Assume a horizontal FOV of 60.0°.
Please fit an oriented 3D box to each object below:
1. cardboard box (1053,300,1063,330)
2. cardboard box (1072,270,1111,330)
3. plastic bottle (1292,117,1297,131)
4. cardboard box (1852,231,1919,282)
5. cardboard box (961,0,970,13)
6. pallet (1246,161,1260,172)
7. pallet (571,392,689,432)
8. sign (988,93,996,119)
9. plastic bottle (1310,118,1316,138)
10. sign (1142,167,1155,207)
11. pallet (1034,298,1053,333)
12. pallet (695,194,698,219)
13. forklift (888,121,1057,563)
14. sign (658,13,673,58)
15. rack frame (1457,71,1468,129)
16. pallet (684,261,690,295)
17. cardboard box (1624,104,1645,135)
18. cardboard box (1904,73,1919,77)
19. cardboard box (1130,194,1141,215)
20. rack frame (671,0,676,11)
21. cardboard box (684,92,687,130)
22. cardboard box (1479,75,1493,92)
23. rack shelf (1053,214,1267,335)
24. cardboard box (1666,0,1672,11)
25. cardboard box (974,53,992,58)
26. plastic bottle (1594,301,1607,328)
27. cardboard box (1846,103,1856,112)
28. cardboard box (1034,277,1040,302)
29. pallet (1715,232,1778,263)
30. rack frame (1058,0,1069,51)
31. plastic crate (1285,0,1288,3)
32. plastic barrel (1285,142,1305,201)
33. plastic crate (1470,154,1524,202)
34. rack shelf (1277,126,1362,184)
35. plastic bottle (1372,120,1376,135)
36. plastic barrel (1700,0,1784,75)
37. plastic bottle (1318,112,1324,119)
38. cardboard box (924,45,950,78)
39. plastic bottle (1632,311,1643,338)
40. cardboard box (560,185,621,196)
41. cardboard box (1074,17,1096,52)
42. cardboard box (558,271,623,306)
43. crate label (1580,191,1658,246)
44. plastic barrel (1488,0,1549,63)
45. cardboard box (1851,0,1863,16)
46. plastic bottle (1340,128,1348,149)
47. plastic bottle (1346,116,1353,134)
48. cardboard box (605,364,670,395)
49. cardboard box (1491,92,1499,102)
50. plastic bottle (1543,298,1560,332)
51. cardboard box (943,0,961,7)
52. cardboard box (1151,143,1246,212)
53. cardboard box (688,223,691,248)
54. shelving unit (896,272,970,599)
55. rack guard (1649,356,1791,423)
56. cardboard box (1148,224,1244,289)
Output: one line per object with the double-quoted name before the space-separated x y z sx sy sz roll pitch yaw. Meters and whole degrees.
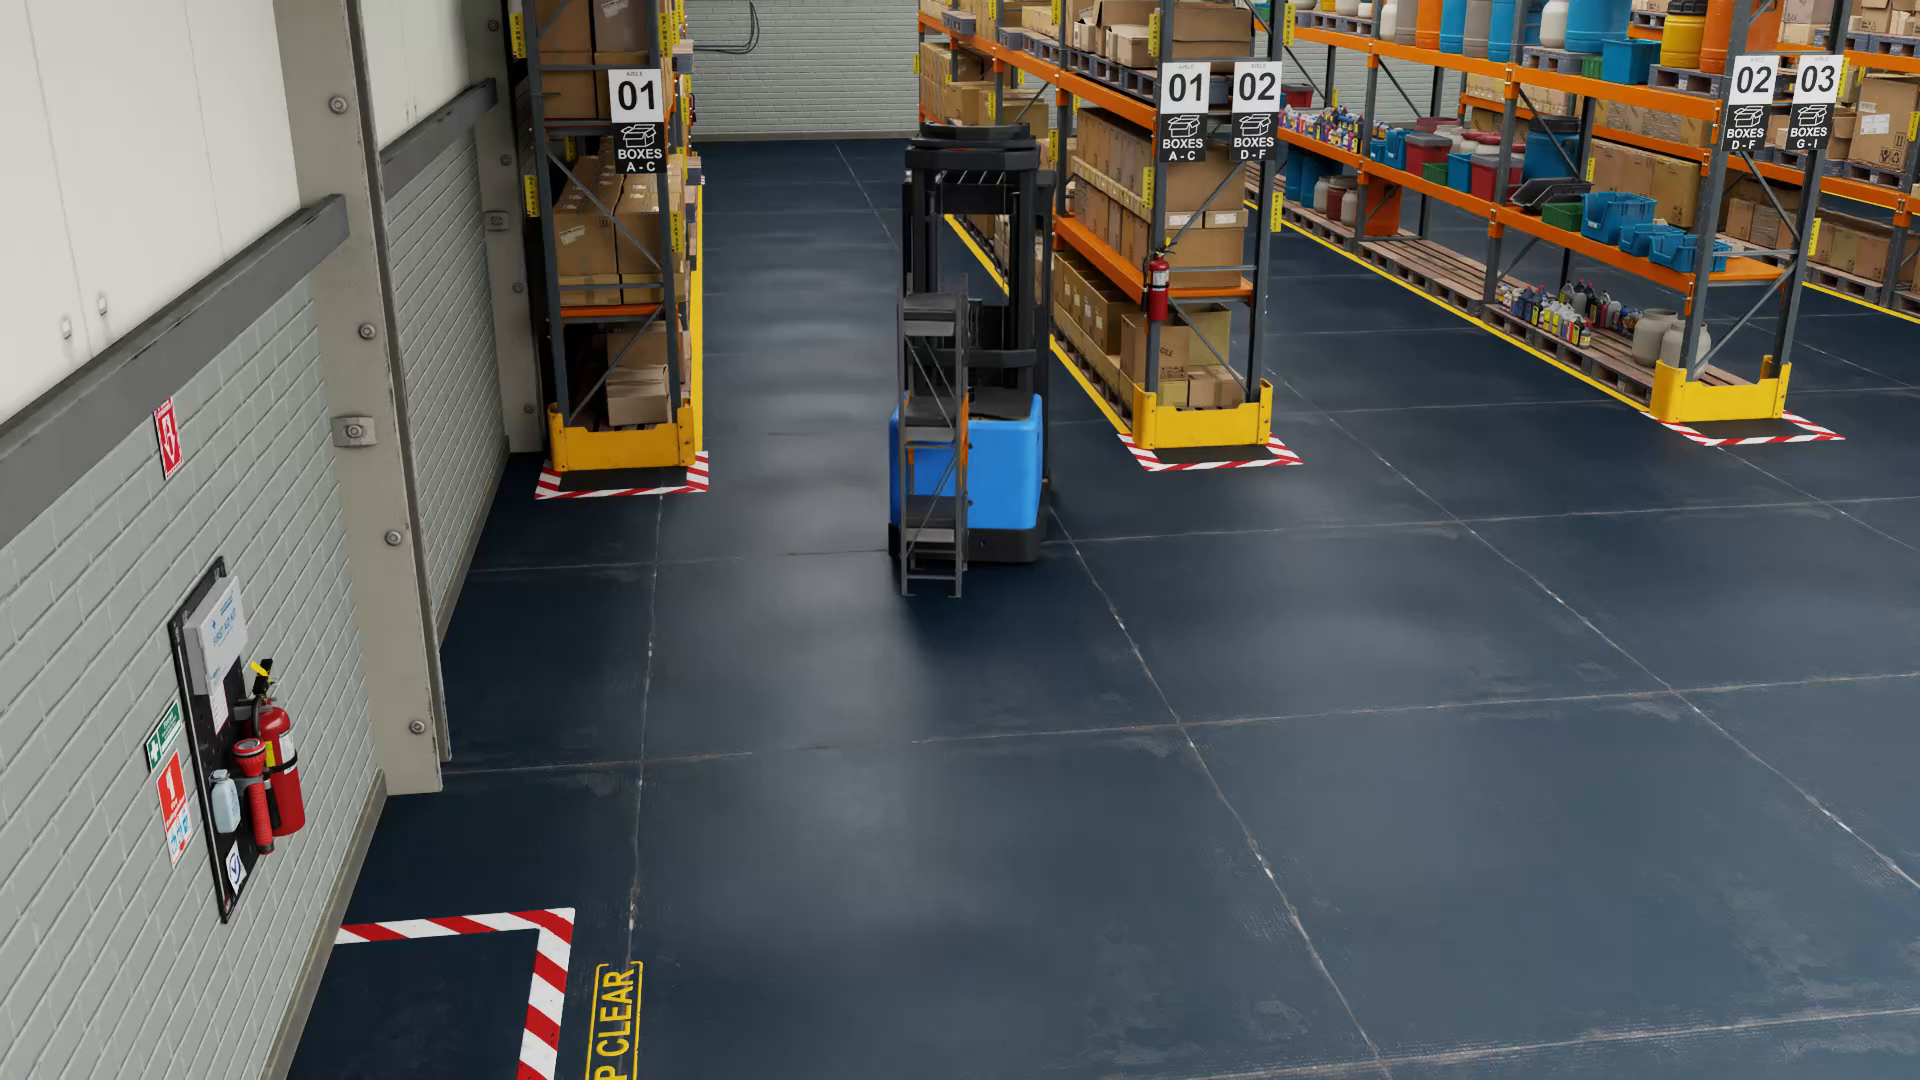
"cardboard box" 1.289 -2.399 17.681 0.500 0.250 0.500 -3 21 -8
"cardboard box" 1.424 -2.403 16.621 0.500 0.500 0.500 -3 21 -8
"plastic bottle" 5.017 -6.210 24.839 0.097 0.201 0.097 0 20 0
"cardboard box" 11.258 -3.413 20.010 0.700 0.500 0.500 -5 21 -12
"cardboard box" 0.369 -7.953 24.050 0.600 0.600 0.600 -5 21 -13
"pallet" 4.775 -6.475 29.251 1.003 0.211 1.213 -3 21 -8
"pallet" -2.896 -1.033 14.680 1.003 0.211 1.213 -3 21 -8
"sign" 0.410 -5.525 21.181 0.100 0.325 0.005 -3 21 -8
"plastic bottle" 5.132 -5.968 24.092 0.097 0.271 0.097 0 20 0
"sign" 1.560 -2.912 13.731 0.100 0.325 0.005 -3 21 -8
"pallet" 1.378 -2.613 18.909 1.003 0.211 1.213 -3 21 -8
"pallet" -4.564 -5.145 25.691 1.003 0.211 1.213 -3 21 -8
"forklift" 0.148 -1.689 12.550 1.130 2.935 3.031 2 21 5
"sign" -2.266 -3.872 12.759 0.100 0.325 0.005 -3 21 -8
"rack frame" 9.596 -8.319 30.202 1.000 3.000 0.127 -3 21 -8
"pallet" -3.844 -3.223 20.543 1.003 0.211 1.213 -3 21 -8
"cardboard box" 10.216 -6.283 24.608 0.500 0.500 0.500 -3 21 -7
"cardboard box" 15.346 -7.378 26.591 0.380 0.149 0.250 -2 21 -5
"cardboard box" 1.745 -3.021 14.946 0.380 0.149 0.250 -3 21 -7
"rack frame" -3.956 -7.610 19.730 1.000 3.000 0.127 -3 21 -8
"cardboard box" -4.133 -6.057 23.549 0.500 0.500 0.500 -3 21 -7
"cardboard box" 9.479 -8.028 29.214 0.500 0.250 0.500 -3 21 -8
"rack shelf" 1.811 -2.636 16.016 1.077 0.370 4.000 -3 21 -8
"cardboard box" 10.378 -7.700 23.514 0.500 0.500 0.500 -2 21 -5
"cardboard box" 0.505 -7.307 25.920 0.500 0.500 0.500 -4 21 -9
"plastic bottle" 6.791 -2.399 17.606 0.061 0.283 0.133 -3 21 -8
"cardboard box" 14.822 -7.119 27.347 0.380 0.149 0.250 -3 21 -8
"cardboard box" 1.105 -2.879 18.966 0.500 0.250 0.500 -3 21 -9
"pallet" 10.860 -3.972 22.549 1.003 0.211 1.213 -3 21 -8
"rack frame" 1.522 -6.476 16.694 1.000 3.000 0.127 -3 21 -8
"plastic crate" 5.364 -8.472 26.512 0.497 0.269 0.590 -3 21 -8
"plastic barrel" 5.333 -5.709 25.612 0.600 0.901 0.708 -3 21 -8
"plastic crate" 6.052 -4.096 18.806 0.402 0.464 0.583 -3 21 -8
"rack shelf" 5.560 -5.655 24.097 1.077 0.370 4.000 -3 21 -8
"plastic bottle" 5.905 -5.887 23.869 0.152 0.276 0.135 -3 21 -8
"plastic barrel" 6.805 -4.494 14.461 0.600 0.830 0.708 -3 21 -8
"plastic bottle" 5.527 -6.458 25.504 0.097 0.201 0.097 0 20 0
"cardboard box" -0.322 -7.988 27.745 0.500 0.500 0.500 -3 21 -7
"plastic bottle" 6.999 -2.219 17.142 0.097 0.271 0.097 0 20 0
"cardboard box" -3.222 -2.826 14.610 0.500 0.500 0.500 -3 21 -9
"cardboard box" 1.412 -4.917 16.134 0.500 0.311 0.500 -4 21 -11
"cardboard box" -3.062 -2.121 13.793 0.500 0.250 0.500 -3 21 -7
"crate label" 6.468 -3.170 16.365 0.502 0.435 0.616 -3 21 -8
"plastic barrel" 6.136 -5.719 18.239 0.600 0.901 0.708 -3 21 -8
"cardboard box" 11.206 -6.733 20.813 0.500 0.500 0.500 -3 21 -7
"plastic bottle" 5.308 -5.546 22.961 0.097 0.271 0.097 0 20 0
"plastic bottle" 5.705 -6.063 24.346 0.097 0.271 0.097 0 20 0
"cardboard box" -2.895 -1.418 14.939 0.500 0.311 0.500 -1 21 -3
"cardboard box" 9.471 -7.706 28.920 0.380 0.149 0.250 -3 21 -9
"plastic bottle" 6.219 -2.366 17.422 0.144 0.351 0.185 -3 21 -8
"cardboard box" 0.030 -8.159 24.988 0.500 0.250 0.500 -3 21 -8
"cardboard box" 2.037 -3.116 14.275 0.700 0.500 0.500 -3 21 -8
"cardboard box" -3.932 -4.250 21.781 0.750 0.750 0.750 -3 21 -8
"shelving unit" -0.171 -0.685 11.048 0.431 2.100 0.503 2 21 5
"rack guard" 6.944 -1.382 15.203 1.175 0.500 0.348 -3 21 -8
"cardboard box" 2.044 -2.490 14.453 0.700 0.500 0.500 -3 21 -8
